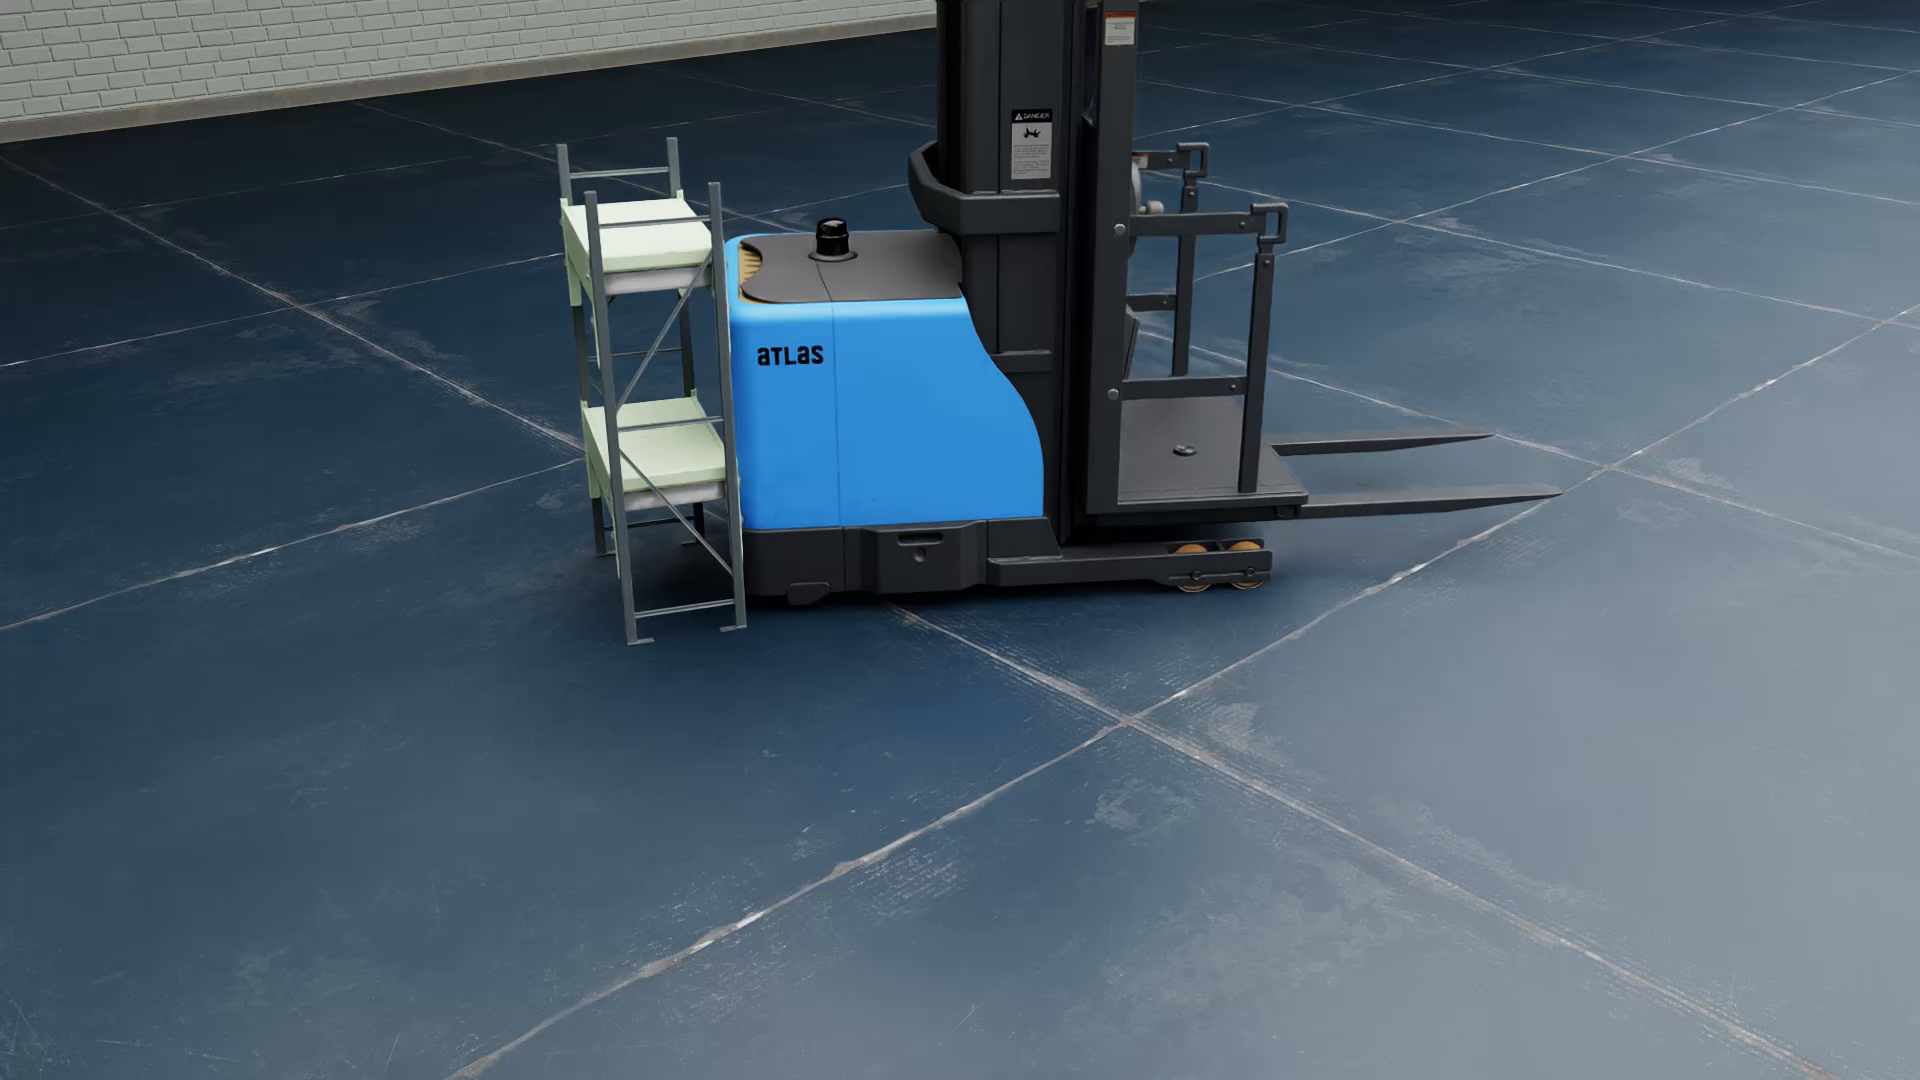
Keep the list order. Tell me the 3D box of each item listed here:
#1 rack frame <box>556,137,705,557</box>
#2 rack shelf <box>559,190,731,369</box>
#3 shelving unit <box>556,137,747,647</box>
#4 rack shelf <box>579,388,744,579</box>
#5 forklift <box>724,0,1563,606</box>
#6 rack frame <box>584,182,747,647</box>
[{"bbox_3d":[-1.146,-0.649,5.866,0.400,1.500,0.023,-8,26,-17],"label":"rack frame"},{"bbox_3d":[-1.028,-0.860,5.389,0.431,0.370,0.720,-8,26,-17],"label":"rack shelf"},{"bbox_3d":[-1.028,-0.505,5.551,0.431,1.500,0.755,-8,26,-17],"label":"shelving unit"},{"bbox_3d":[-1.028,-0.209,5.686,0.431,0.370,0.720,-8,26,-17],"label":"rack shelf"},{"bbox_3d":[0.670,-1.364,5.708,3.031,2.935,1.130,-3,25,-6],"label":"forklift"},{"bbox_3d":[-0.911,-0.362,5.235,0.400,1.500,0.023,-8,26,-17],"label":"rack frame"}]
